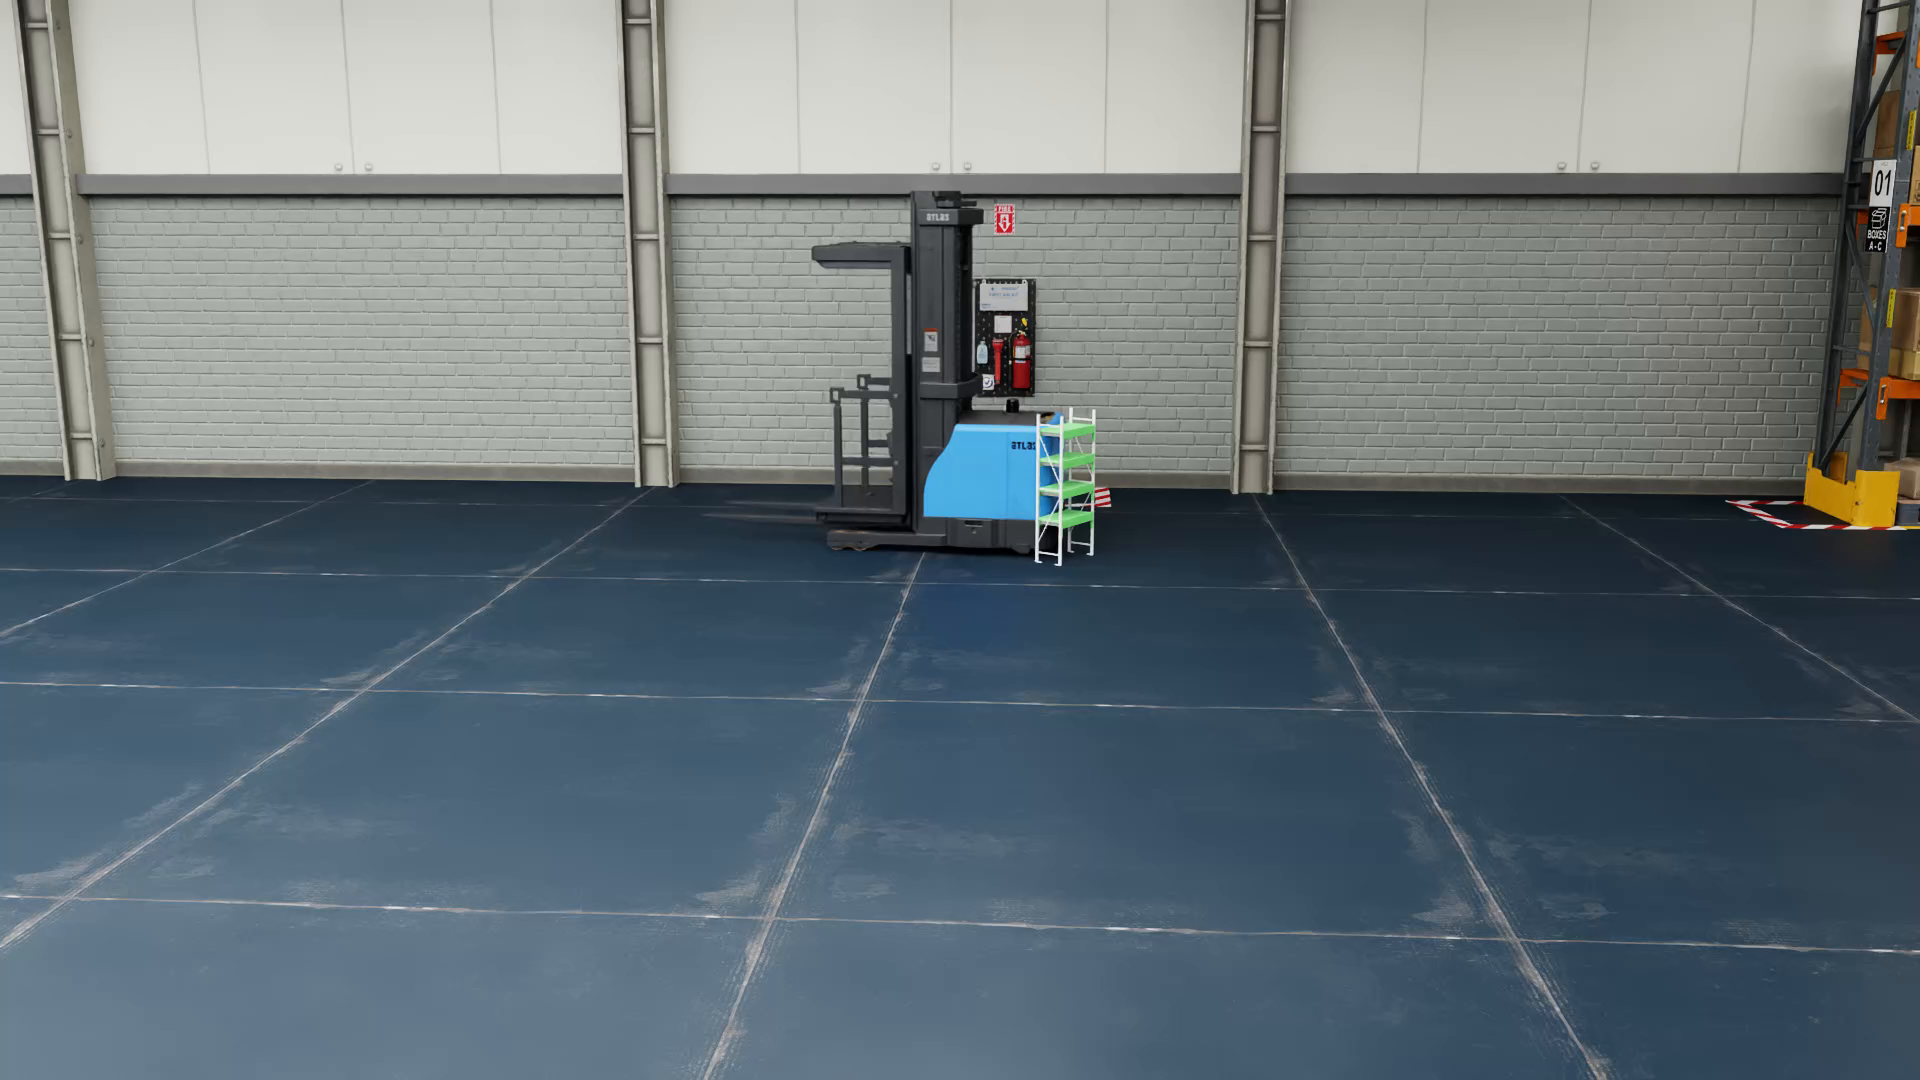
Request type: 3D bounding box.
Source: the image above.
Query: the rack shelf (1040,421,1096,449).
[{"bbox_3d":[0.853,-0.844,13.340,0.258,0.148,0.480,8,14,35],"label":"rack shelf"}]

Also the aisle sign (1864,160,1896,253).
[{"bbox_3d":[8.041,-2.916,14.531,0.004,0.787,0.394,1,12,4],"label":"aisle sign"}]

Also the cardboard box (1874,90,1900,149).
[{"bbox_3d":[8.581,-3.767,14.891,0.500,0.500,0.500,1,12,6],"label":"cardboard box"}]

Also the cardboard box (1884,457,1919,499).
[{"bbox_3d":[8.817,-0.575,15.183,0.500,0.311,0.500,-1,12,-3],"label":"cardboard box"}]

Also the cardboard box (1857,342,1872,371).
[{"bbox_3d":[8.612,-1.673,15.258,0.500,0.250,0.500,1,12,5],"label":"cardboard box"}]

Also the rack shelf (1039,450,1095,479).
[{"bbox_3d":[0.853,-0.609,13.390,0.258,0.148,0.480,8,14,35],"label":"rack shelf"}]

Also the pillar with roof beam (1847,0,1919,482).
[{"bbox_3d":[8.602,-3.928,11.066,0.400,9.000,9.100,1,12,4],"label":"pillar with roof beam"}]

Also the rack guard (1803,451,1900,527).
[{"bbox_3d":[8.209,-0.479,15.337,0.348,0.500,1.175,1,12,4],"label":"rack guard"}]

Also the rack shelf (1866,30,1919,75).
[{"bbox_3d":[10.128,-4.259,14.415,4.000,0.370,1.077,1,12,4],"label":"rack shelf"}]

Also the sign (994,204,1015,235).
[{"bbox_3d":[0.438,-3.149,16.337,0.199,0.298,0.001,1,12,4],"label":"sign"}]

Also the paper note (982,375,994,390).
[{"bbox_3d":[0.267,-1.580,16.645,0.142,0.148,0.016,1,12,4],"label":"paper note"}]

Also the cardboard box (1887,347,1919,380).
[{"bbox_3d":[8.599,-1.568,14.757,0.500,0.250,0.500,0,12,2],"label":"cardboard box"}]

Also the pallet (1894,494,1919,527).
[{"bbox_3d":[9.017,-0.319,15.279,1.213,0.211,1.003,1,12,4],"label":"pallet"}]

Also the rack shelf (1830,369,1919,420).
[{"bbox_3d":[10.128,-1.324,15.029,4.000,0.370,1.077,1,12,4],"label":"rack shelf"}]

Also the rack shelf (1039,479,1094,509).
[{"bbox_3d":[0.853,-0.374,13.439,0.258,0.148,0.480,8,14,35],"label":"rack shelf"}]

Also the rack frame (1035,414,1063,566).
[{"bbox_3d":[0.710,-0.396,13.232,0.240,1.200,0.015,8,14,35],"label":"rack frame"}]

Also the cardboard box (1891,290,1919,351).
[{"bbox_3d":[8.589,-1.939,14.698,0.500,0.500,0.500,1,12,4],"label":"cardboard box"}]

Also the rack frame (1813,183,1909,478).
[{"bbox_3d":[8.133,-1.704,15.086,0.127,3.000,1.000,1,12,4],"label":"rack frame"}]

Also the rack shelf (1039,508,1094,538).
[{"bbox_3d":[0.853,-0.139,13.488,0.258,0.148,0.480,8,14,35],"label":"rack shelf"}]

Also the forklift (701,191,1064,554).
[{"bbox_3d":[-0.661,-1.444,14.013,3.031,2.935,1.130,2,12,9],"label":"forklift"}]

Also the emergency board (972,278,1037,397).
[{"bbox_3d":[0.439,-1.994,16.476,0.643,1.169,0.194,1,12,4],"label":"emergency board"}]

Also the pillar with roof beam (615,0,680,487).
[{"bbox_3d":[-3.372,-4.092,11.851,0.400,9.000,9.100,1,12,4],"label":"pillar with roof beam"}]

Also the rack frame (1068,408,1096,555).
[{"bbox_3d":[0.996,-0.477,13.619,0.240,1.200,0.015,8,14,35],"label":"rack frame"}]

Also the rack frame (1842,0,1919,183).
[{"bbox_3d":[8.133,-4.640,14.471,0.127,3.000,1.000,1,12,4],"label":"rack frame"}]

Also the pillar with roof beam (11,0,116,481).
[{"bbox_3d":[-9.358,-4.174,12.243,0.400,9.000,9.100,1,12,4],"label":"pillar with roof beam"}]

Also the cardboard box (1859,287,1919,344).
[{"bbox_3d":[8.617,-2.044,15.199,0.500,0.500,0.500,1,12,3],"label":"cardboard box"}]

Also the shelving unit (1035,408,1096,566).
[{"bbox_3d":[0.853,-0.437,13.426,0.258,1.200,0.503,8,14,35],"label":"shelving unit"}]

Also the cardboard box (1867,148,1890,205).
[{"bbox_3d":[8.566,-3.276,14.986,0.500,0.500,0.500,2,12,8],"label":"cardboard box"}]

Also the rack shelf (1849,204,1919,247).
[{"bbox_3d":[10.128,-2.792,14.721,4.000,0.370,1.077,1,12,4],"label":"rack shelf"}]

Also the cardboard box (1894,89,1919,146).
[{"bbox_3d":[8.501,-3.665,14.402,0.500,0.500,0.500,0,12,0],"label":"cardboard box"}]

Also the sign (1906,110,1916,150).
[{"bbox_3d":[8.097,-3.489,14.159,0.005,0.325,0.100,1,12,4],"label":"sign"}]

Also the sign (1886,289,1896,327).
[{"bbox_3d":[8.097,-2.016,14.467,0.005,0.325,0.100,1,12,4],"label":"sign"}]

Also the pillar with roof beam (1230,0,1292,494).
[{"bbox_3d":[2.615,-4.010,11.459,0.400,9.000,9.100,1,12,4],"label":"pillar with roof beam"}]

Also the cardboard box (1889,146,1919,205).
[{"bbox_3d":[8.450,-3.175,14.500,0.500,0.500,0.500,1,12,5],"label":"cardboard box"}]
